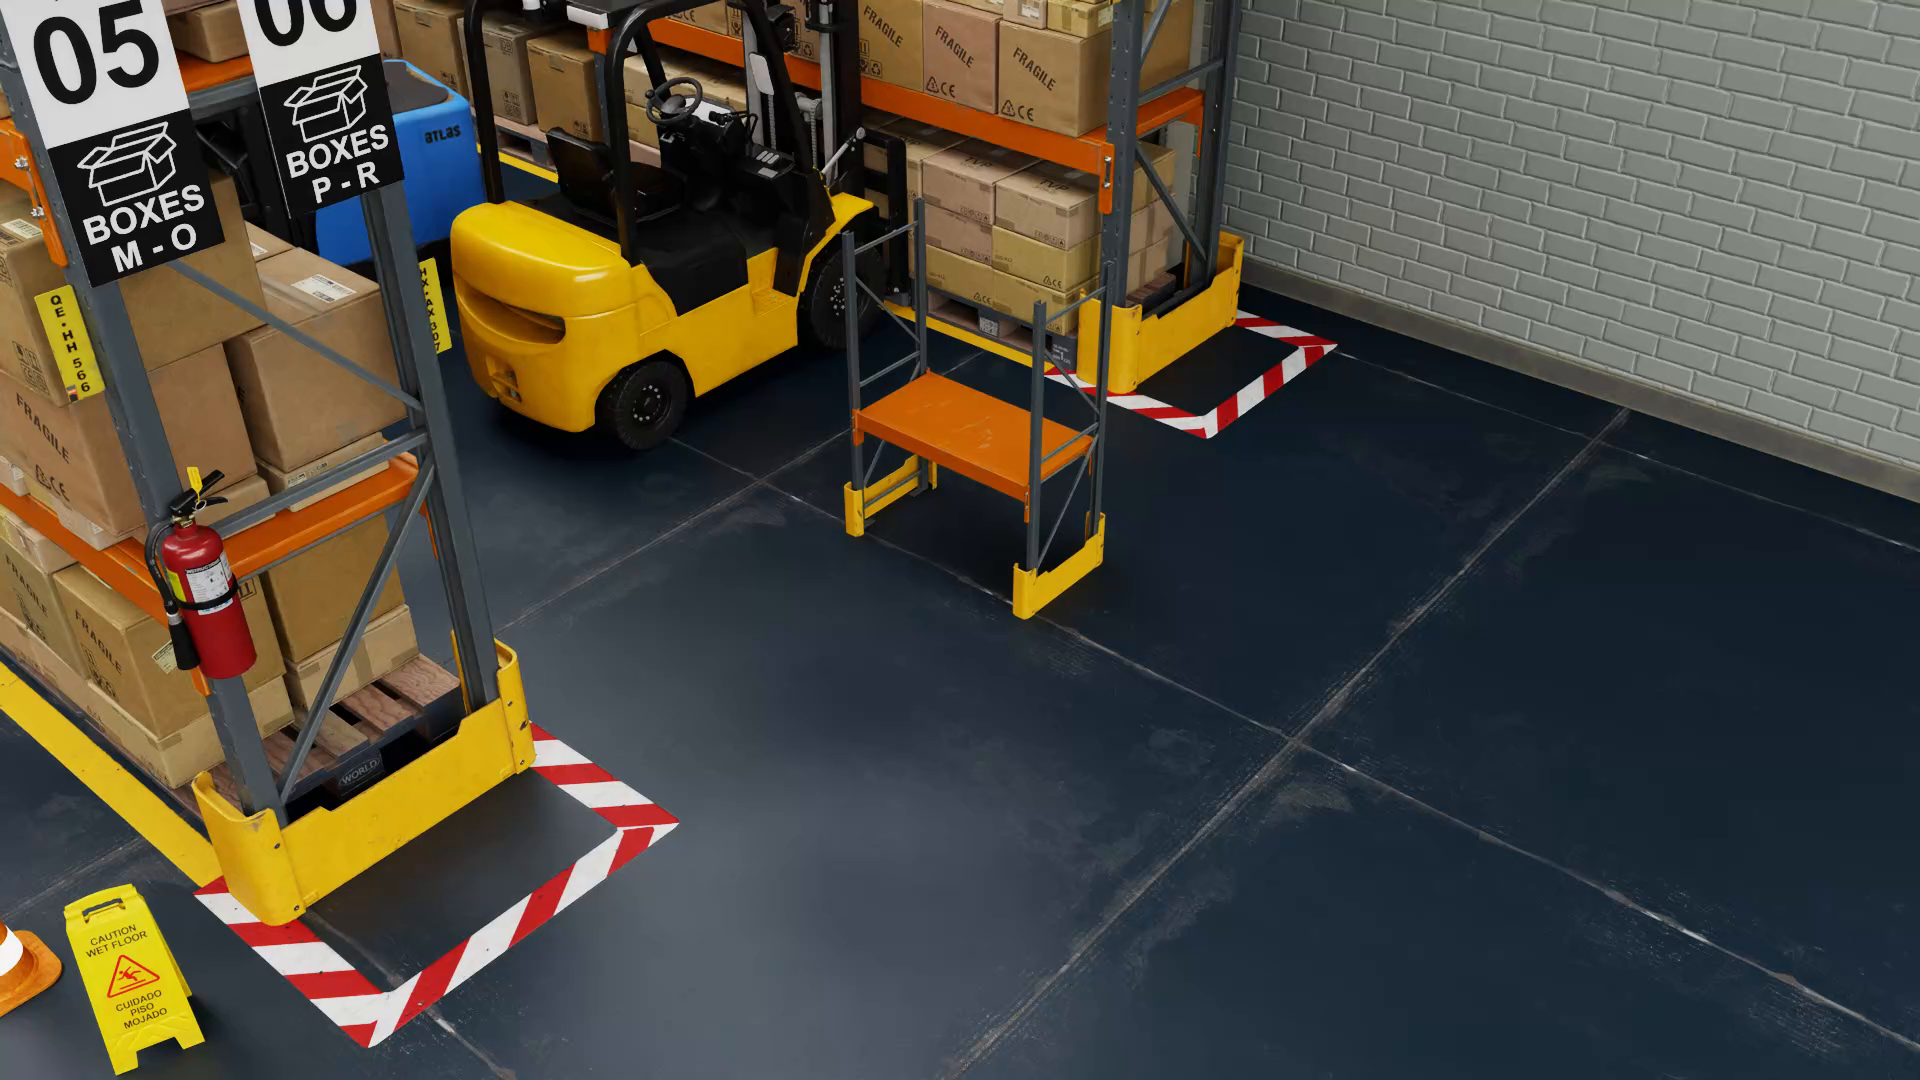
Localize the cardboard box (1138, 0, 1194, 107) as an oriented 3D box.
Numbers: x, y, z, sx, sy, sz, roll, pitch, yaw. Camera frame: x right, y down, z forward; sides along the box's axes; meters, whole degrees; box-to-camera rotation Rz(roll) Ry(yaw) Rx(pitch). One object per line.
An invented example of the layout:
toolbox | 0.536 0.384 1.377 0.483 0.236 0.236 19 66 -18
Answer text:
cardboard box | 0.890 -2.668 8.897 0.500 0.500 0.500 27 43 33

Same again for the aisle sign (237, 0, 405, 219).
aisle sign | -1.834 -1.349 4.769 0.004 0.787 0.394 25 42 32

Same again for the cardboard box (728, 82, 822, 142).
cardboard box | -1.034 -2.550 9.989 0.500 0.250 0.500 27 43 33

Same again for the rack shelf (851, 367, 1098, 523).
rack shelf | 0.066 -0.439 7.382 1.000 0.185 0.538 25 42 32

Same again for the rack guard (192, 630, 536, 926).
rack guard | -2.139 0.838 6.089 0.348 0.500 1.175 25 42 32

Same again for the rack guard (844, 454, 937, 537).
rack guard | -0.324 -0.256 7.902 0.087 0.250 0.587 25 42 32

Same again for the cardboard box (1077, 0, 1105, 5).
cardboard box | 0.683 -2.795 8.247 0.250 0.149 0.380 25 42 32

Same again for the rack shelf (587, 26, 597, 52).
rack shelf | -3.518 -4.203 11.856 4.000 0.370 1.077 25 42 32

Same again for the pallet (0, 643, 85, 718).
pallet | -3.674 0.205 7.265 1.213 0.211 1.003 25 42 32

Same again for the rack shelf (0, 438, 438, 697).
rack shelf | -3.617 -0.593 6.600 4.000 0.370 1.077 25 42 32

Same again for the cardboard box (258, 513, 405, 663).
cardboard box | -2.542 0.065 6.401 0.500 0.500 0.500 24 41 30

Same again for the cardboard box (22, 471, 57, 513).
cardboard box | -2.953 -0.250 5.686 0.250 0.149 0.380 24 41 31

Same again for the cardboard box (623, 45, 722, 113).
cardboard box | -1.810 -2.915 10.520 0.500 0.250 0.500 25 41 31

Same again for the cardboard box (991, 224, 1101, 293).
cardboard box | 0.519 -1.612 9.064 0.500 0.250 0.500 25 41 31

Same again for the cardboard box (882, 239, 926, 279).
cardboard box | -0.225 -1.768 9.733 0.500 0.250 0.500 26 42 32

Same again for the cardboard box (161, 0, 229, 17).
cardboard box | -2.296 -1.761 4.884 0.500 0.250 0.500 24 41 31

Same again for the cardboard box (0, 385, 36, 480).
cardboard box | -3.055 -0.589 5.607 0.500 0.500 0.500 25 42 32

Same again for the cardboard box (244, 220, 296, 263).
cardboard box | -2.667 -0.808 5.925 0.500 0.500 0.500 27 43 33

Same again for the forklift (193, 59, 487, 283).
forklift | -4.278 -2.545 8.867 3.031 2.935 1.130 -24 41 -31

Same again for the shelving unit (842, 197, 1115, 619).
shelving unit | 0.059 -0.591 7.285 1.083 1.500 0.587 25 42 32

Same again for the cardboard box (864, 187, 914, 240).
cardboard box | -0.270 -1.976 9.595 0.500 0.250 0.500 24 41 31

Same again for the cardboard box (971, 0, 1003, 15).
cardboard box | 0.271 -2.839 8.573 0.250 0.149 0.380 26 42 33

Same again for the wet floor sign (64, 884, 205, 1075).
wet floor sign | -2.619 1.340 5.229 0.267 0.644 0.232 -18 38 -25

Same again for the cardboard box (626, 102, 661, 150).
cardboard box | -1.807 -2.711 10.665 0.500 0.250 0.500 25 42 32

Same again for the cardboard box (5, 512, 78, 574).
cardboard box | -3.188 -0.062 6.013 0.250 0.149 0.380 27 43 33

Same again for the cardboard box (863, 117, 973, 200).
cardboard box | -0.251 -2.170 9.435 0.500 0.250 0.500 26 42 32

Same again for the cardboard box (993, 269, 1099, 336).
cardboard box | 0.530 -1.399 9.195 0.500 0.250 0.500 26 42 32

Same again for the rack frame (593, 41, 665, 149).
rack frame | -1.981 -3.775 10.597 0.127 3.000 1.000 25 42 32

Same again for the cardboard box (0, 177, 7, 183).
cardboard box | -2.997 -1.018 5.348 0.500 0.500 0.700 26 42 32

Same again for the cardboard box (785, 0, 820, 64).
cardboard box | -0.634 -2.986 9.360 0.500 0.500 0.500 26 42 32

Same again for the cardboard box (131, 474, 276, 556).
cardboard box | -2.504 -0.104 5.474 0.250 0.149 0.380 27 43 33

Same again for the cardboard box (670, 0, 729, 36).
cardboard box | -1.396 -3.361 9.905 0.500 0.500 0.500 26 42 33

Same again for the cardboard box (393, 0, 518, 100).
cardboard box | -3.560 -3.709 12.228 0.625 0.625 0.875 23 41 30

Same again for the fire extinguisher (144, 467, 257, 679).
fire extinguisher | -2.287 0.109 5.011 0.183 0.674 0.296 25 42 32

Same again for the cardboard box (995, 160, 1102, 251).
cardboard box | 0.539 -1.809 8.909 0.500 0.250 0.500 27 43 33

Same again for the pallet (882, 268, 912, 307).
pallet | -0.455 -1.878 10.297 1.213 0.211 1.003 25 42 32

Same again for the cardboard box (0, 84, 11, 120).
cardboard box | -2.533 -1.306 4.574 0.250 0.149 0.380 25 42 32

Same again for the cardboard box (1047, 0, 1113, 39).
cardboard box | 0.647 -2.638 8.281 0.250 0.149 0.380 26 42 32

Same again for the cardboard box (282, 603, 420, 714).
cardboard box | -2.523 0.383 6.601 0.500 0.250 0.500 25 42 31

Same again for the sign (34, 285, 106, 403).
sign | -2.451 -0.539 4.583 0.005 0.325 0.100 25 42 32

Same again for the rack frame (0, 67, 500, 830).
rack frame | -2.080 -0.165 5.341 0.127 3.000 1.000 25 42 32

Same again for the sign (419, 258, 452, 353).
sign | -1.733 -0.758 5.440 0.005 0.325 0.100 25 42 32

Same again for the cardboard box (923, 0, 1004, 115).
cardboard box | 0.154 -2.623 8.832 0.500 0.500 0.500 27 43 33

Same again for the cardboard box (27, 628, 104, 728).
cardboard box | -3.267 0.428 6.535 0.500 0.250 0.500 25 42 32

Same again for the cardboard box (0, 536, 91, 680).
cardboard box | -3.266 0.122 6.319 0.500 0.500 0.500 27 43 33

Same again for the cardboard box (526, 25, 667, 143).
cardboard box | -2.389 -3.153 11.419 0.625 0.625 0.875 27 43 34

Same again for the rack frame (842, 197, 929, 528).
rack frame | -0.325 -0.771 7.549 0.032 1.500 0.500 25 42 32

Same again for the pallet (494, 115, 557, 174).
pallet | -2.572 -2.876 11.751 1.213 0.211 1.003 25 42 32
